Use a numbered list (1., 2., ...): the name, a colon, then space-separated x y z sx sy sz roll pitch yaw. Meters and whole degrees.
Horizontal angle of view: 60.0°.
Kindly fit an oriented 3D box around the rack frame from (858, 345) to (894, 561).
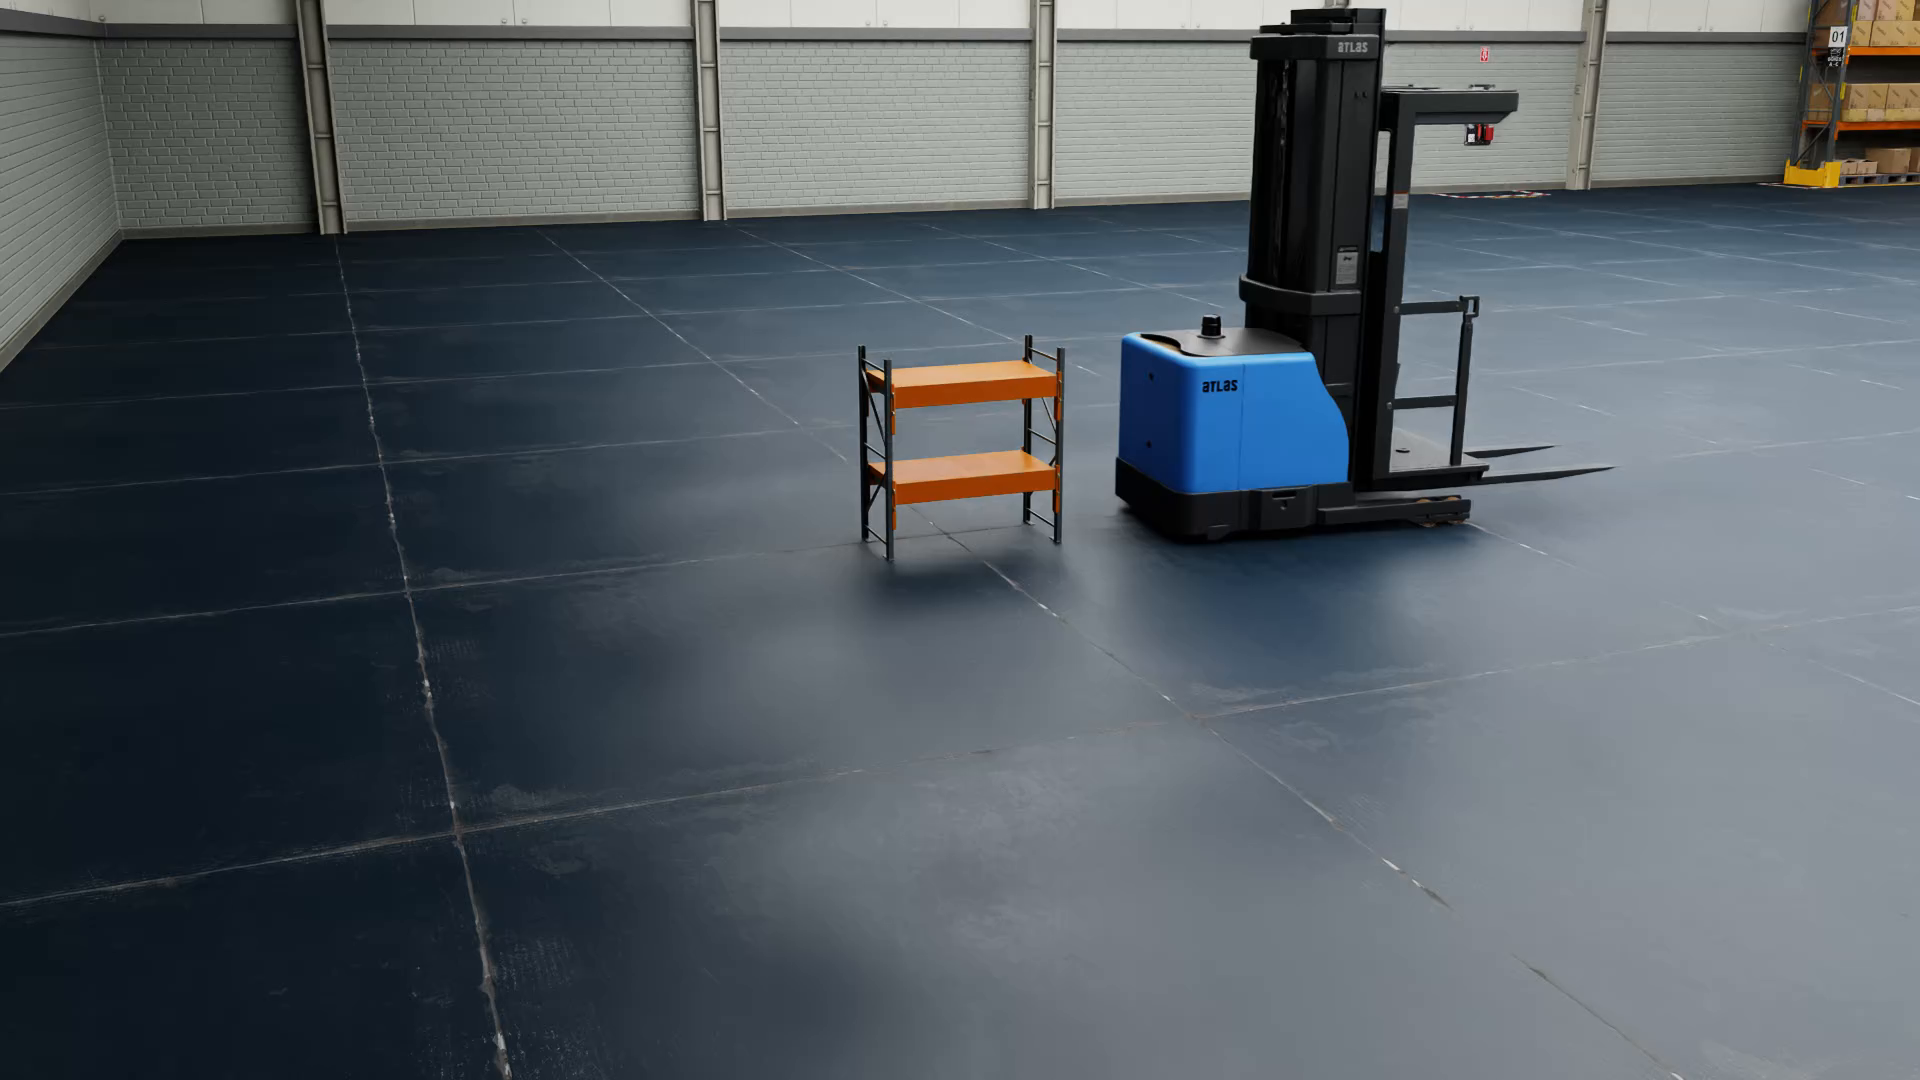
1. rack frame: -0.468 -0.489 9.268 0.032 1.125 0.500 -6 17 -20

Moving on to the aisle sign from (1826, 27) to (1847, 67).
1. aisle sign: 17.963 -10.107 34.078 0.004 0.787 0.394 -6 17 -20

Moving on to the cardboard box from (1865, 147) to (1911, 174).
1. cardboard box: 19.836 -8.122 35.587 0.500 0.500 0.700 -7 18 -24

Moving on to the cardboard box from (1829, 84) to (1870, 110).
1. cardboard box: 18.476 -9.212 34.545 0.500 0.500 0.500 -6 17 -20

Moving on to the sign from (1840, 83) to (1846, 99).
1. sign: 18.117 -9.218 34.129 0.005 0.325 0.100 -6 17 -20

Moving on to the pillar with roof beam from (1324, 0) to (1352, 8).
1. pillar with roof beam: 8.602 -9.780 26.931 0.400 9.000 9.100 -6 17 -20

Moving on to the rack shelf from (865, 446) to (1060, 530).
1. rack shelf: 0.006 -0.306 9.511 1.000 0.278 0.538 -6 17 -20

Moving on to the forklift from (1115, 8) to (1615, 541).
1. forklift: 2.537 -1.619 9.909 3.031 2.935 1.130 -5 17 -16

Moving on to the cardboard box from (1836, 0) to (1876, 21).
1. cardboard box: 18.369 -10.897 34.072 0.500 0.500 0.500 -8 18 -24

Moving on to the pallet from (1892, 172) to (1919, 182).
1. pallet: 21.043 -7.934 36.241 1.213 0.211 1.003 -6 17 -20

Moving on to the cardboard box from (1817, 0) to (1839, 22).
1. cardboard box: 18.232 -11.035 34.539 0.500 0.500 0.500 -5 17 -18

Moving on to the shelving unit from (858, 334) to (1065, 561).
1. shelving unit: 0.006 -0.540 9.442 1.048 1.125 0.538 -6 17 -20

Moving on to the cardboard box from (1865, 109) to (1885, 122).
1. cardboard box: 18.972 -8.905 34.830 0.500 0.250 0.500 -7 18 -22

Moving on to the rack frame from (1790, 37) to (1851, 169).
1. rack frame: 17.923 -8.946 34.738 0.127 3.000 1.000 -6 17 -20

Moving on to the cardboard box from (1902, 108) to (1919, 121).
1. cardboard box: 19.922 -9.005 35.171 0.500 0.250 0.500 -6 17 -20

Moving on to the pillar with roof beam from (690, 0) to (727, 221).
1. pillar with roof beam: -2.604 -8.570 22.811 0.400 9.000 9.100 -6 17 -20

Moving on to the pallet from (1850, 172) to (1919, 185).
1. pallet: 19.902 -7.810 35.819 1.213 0.211 1.003 -6 17 -20

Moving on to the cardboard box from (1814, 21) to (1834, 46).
1. cardboard box: 18.222 -10.551 34.668 0.500 0.500 0.500 -5 17 -16

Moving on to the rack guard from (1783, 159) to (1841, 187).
1. rack guard: 17.993 -7.754 35.116 0.348 0.500 1.175 -6 17 -20

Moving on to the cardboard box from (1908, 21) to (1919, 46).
1. cardboard box: 19.815 -10.568 34.726 0.500 0.500 0.500 -5 17 -17

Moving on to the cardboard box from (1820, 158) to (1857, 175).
1. cardboard box: 18.601 -7.913 35.211 0.500 0.311 0.500 -8 18 -26

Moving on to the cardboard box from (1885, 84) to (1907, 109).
1. cardboard box: 19.426 -9.310 34.877 0.500 0.500 0.500 -7 18 -22

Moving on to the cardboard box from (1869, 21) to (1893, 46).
1. cardboard box: 18.838 -10.455 34.341 0.500 0.500 0.500 -5 17 -16

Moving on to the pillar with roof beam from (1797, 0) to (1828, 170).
1. pillar with roof beam: 19.807 -10.990 31.051 0.400 9.000 9.100 -6 17 -20

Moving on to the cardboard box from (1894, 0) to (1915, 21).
1. cardboard box: 19.330 -10.989 34.385 0.500 0.500 0.500 -6 17 -19

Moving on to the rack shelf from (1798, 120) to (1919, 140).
1. rack shelf: 19.790 -8.802 35.526 4.000 0.370 1.077 -6 17 -20

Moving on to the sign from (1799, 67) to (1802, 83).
1. sign: 17.743 -9.801 35.034 0.005 0.325 0.100 -6 17 -20
